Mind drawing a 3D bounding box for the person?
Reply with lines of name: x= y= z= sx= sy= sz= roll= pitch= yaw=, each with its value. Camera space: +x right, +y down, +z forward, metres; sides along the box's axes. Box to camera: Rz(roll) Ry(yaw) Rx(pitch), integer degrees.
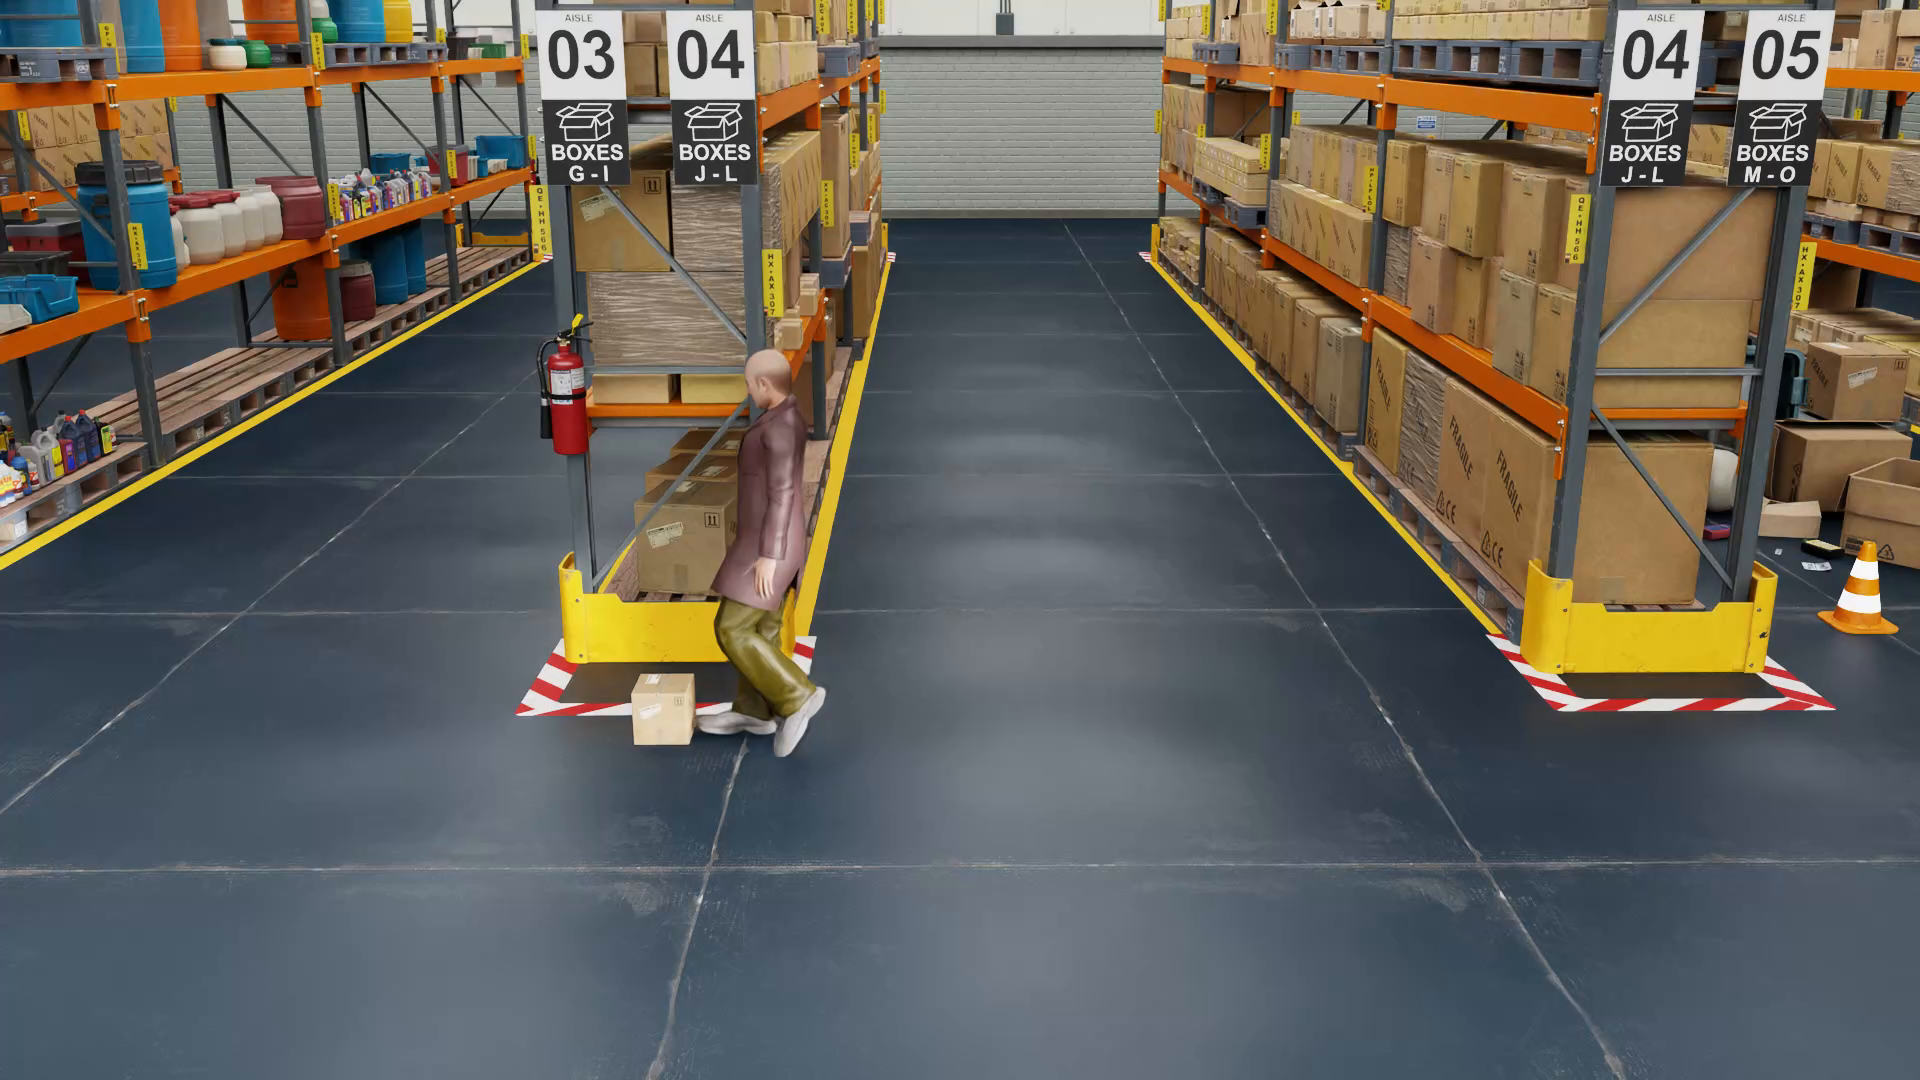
person: x=-0.871 y=0.074 z=7.370 sx=0.406 sy=1.816 sz=0.573 roll=2 pitch=17 yaw=6
